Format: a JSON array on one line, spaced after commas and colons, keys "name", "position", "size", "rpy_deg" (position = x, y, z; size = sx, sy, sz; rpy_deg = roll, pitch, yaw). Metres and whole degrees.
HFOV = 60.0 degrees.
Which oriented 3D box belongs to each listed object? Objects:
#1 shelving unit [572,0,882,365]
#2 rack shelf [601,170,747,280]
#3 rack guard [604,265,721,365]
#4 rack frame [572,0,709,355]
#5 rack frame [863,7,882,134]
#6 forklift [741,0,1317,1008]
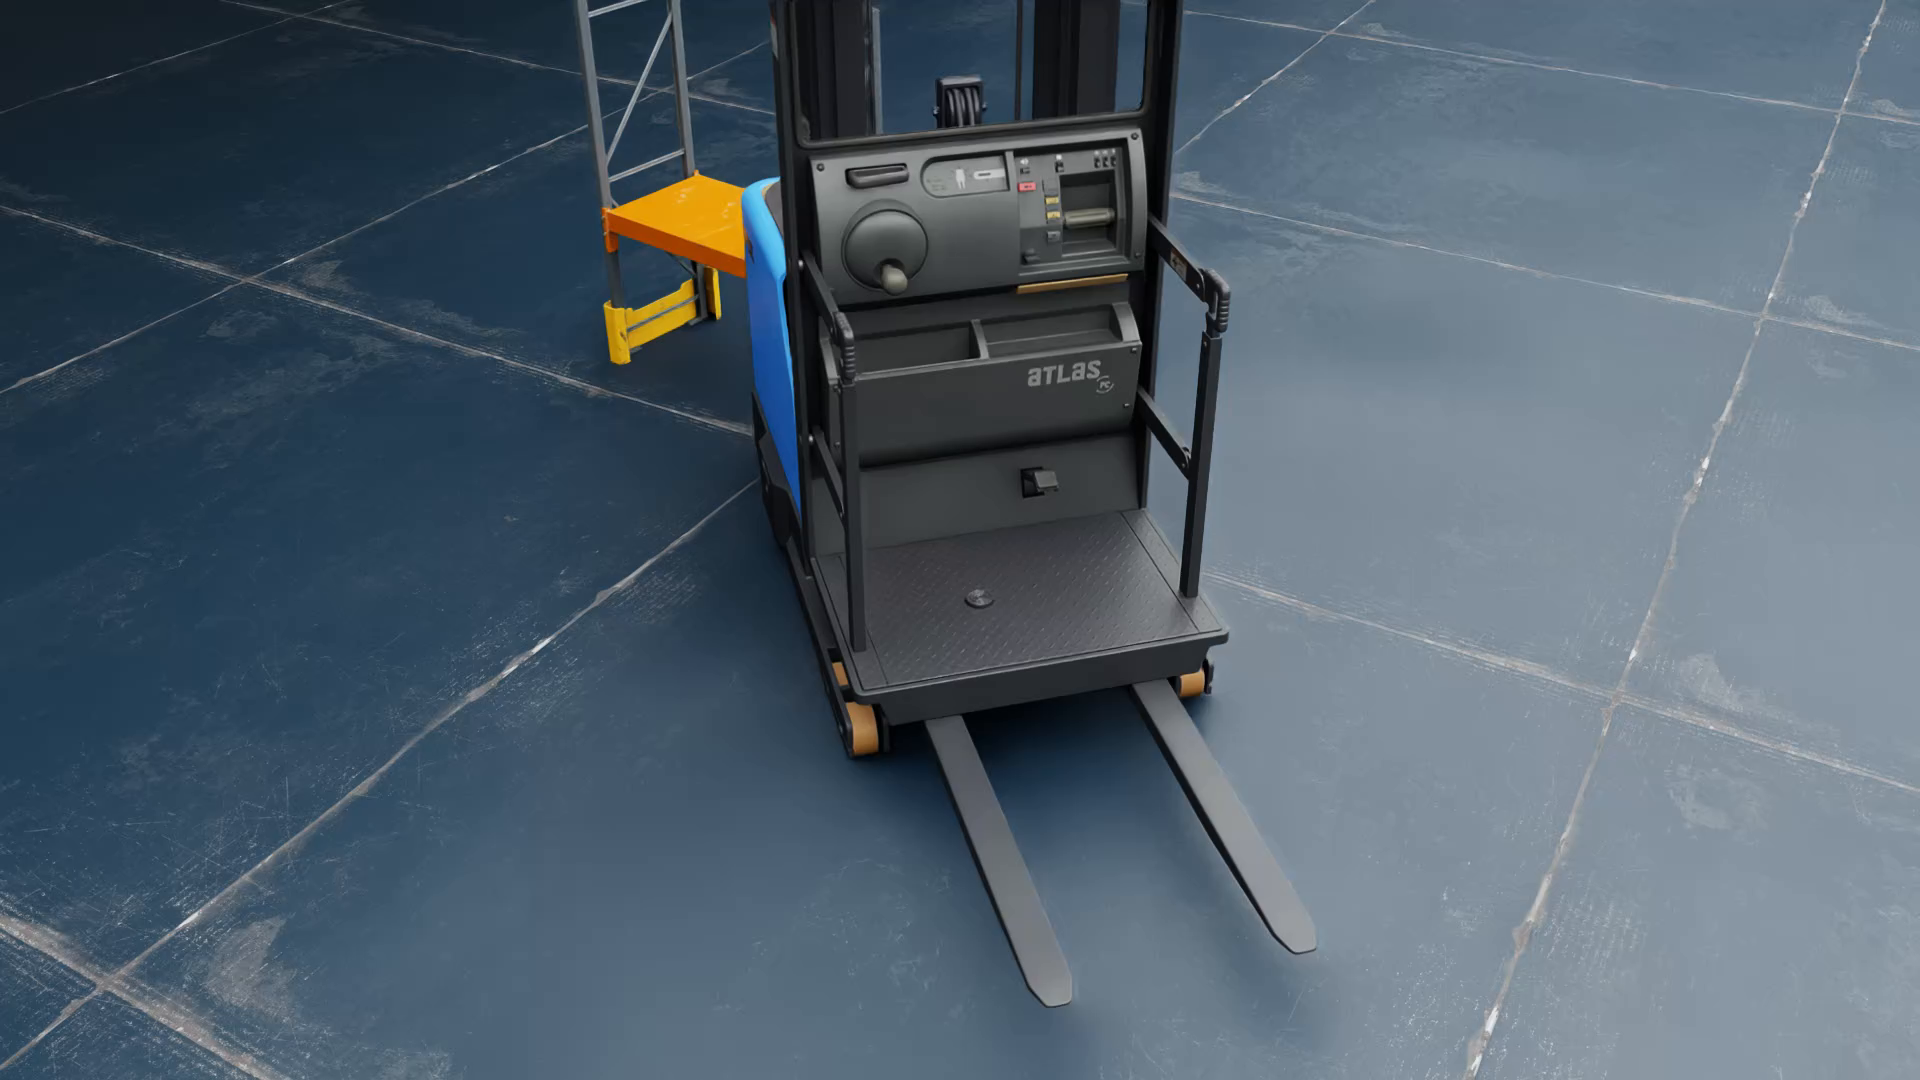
[{"name": "shelving unit", "position": [-0.845, -1.313, 6.369], "size": [1.083, 1.500, 0.587], "rpy_deg": [23, 40, 31]}, {"name": "rack shelf", "position": [-0.852, -1.167, 6.474], "size": [1.000, 0.185, 0.538], "rpy_deg": [23, 40, 31]}, {"name": "rack guard", "position": [-1.239, -0.962, 6.969], "size": [0.087, 0.250, 0.587], "rpy_deg": [23, 40, 31]}, {"name": "rack frame", "position": [-1.254, -1.489, 6.633], "size": [0.032, 1.500, 0.500], "rpy_deg": [23, 40, 31]}, {"name": "rack frame", "position": [-0.450, -1.144, 6.115], "size": [0.032, 1.500, 0.500], "rpy_deg": [23, 40, 31]}, {"name": "forklift", "position": [0.121, -0.835, 4.360], "size": [1.130, 2.935, 3.031], "rpy_deg": [-9, 35, -13]}]
